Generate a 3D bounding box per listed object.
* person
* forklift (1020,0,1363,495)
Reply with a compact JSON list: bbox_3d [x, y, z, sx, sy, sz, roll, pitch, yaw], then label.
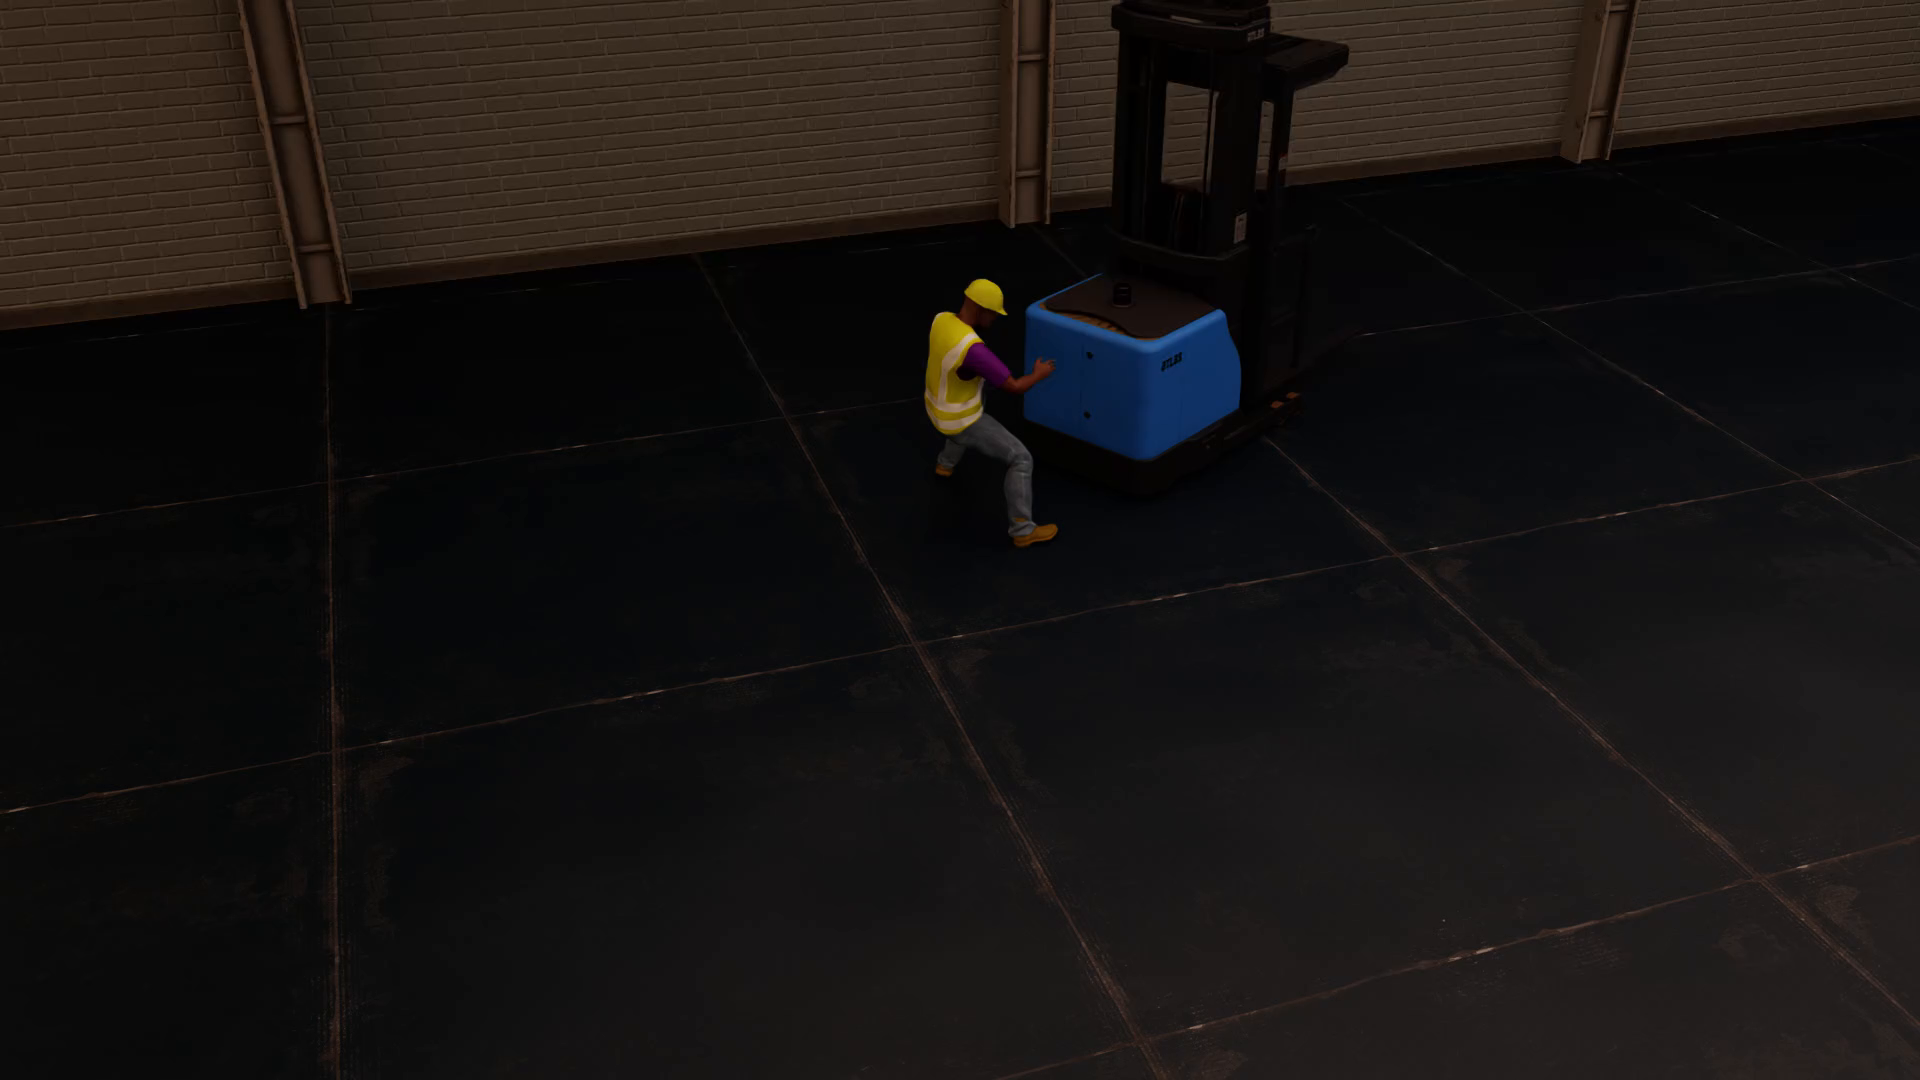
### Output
[{"bbox_3d":[0.156,-0.869,10.009,0.735,1.528,1.133,-10,31,-17],"label":"person"},{"bbox_3d":[1.743,-2.203,10.917,1.130,2.935,3.031,24,37,35],"label":"forklift"}]
